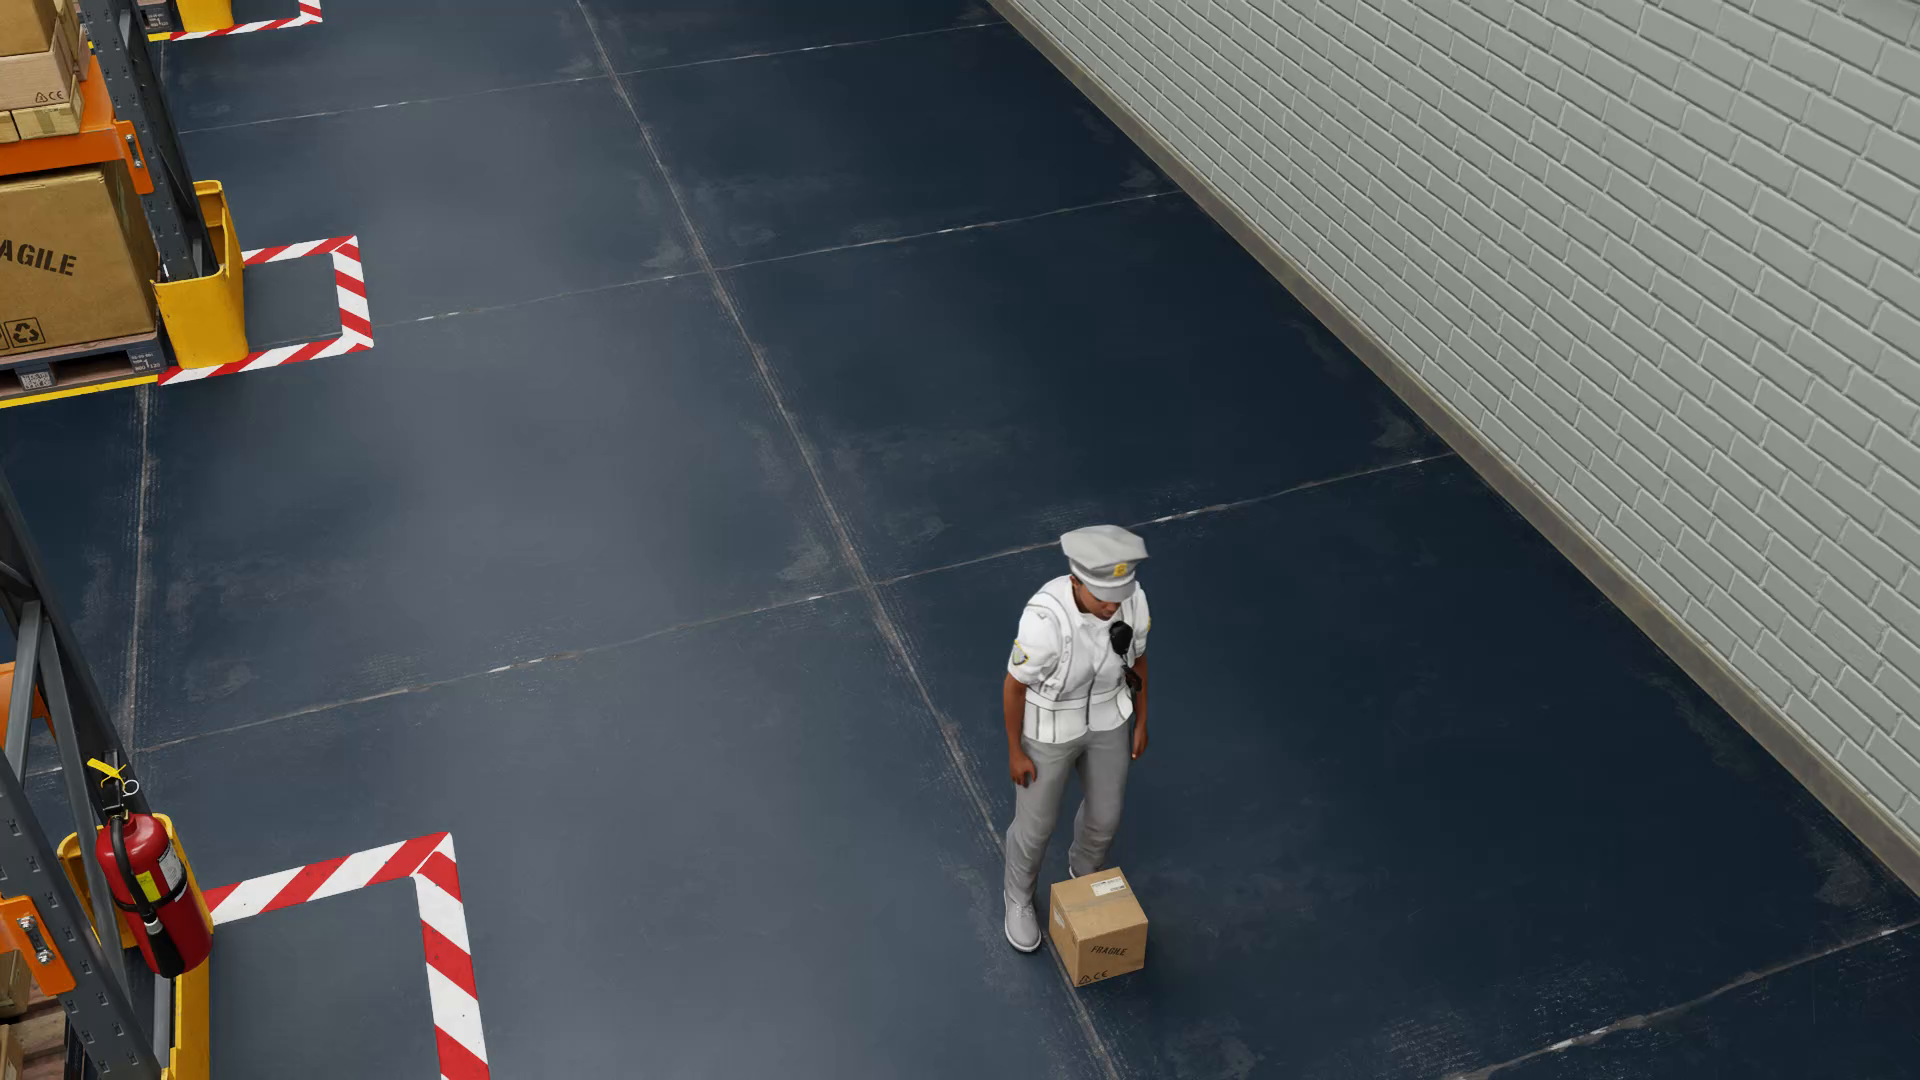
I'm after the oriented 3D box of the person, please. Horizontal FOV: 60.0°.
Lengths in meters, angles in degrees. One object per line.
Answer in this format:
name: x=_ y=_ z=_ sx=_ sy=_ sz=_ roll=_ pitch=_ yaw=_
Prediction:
person: x=0.370 y=0.620 z=5.356 sx=0.506 sy=1.660 sz=0.393 roll=-12 pitch=40 yaw=-15
